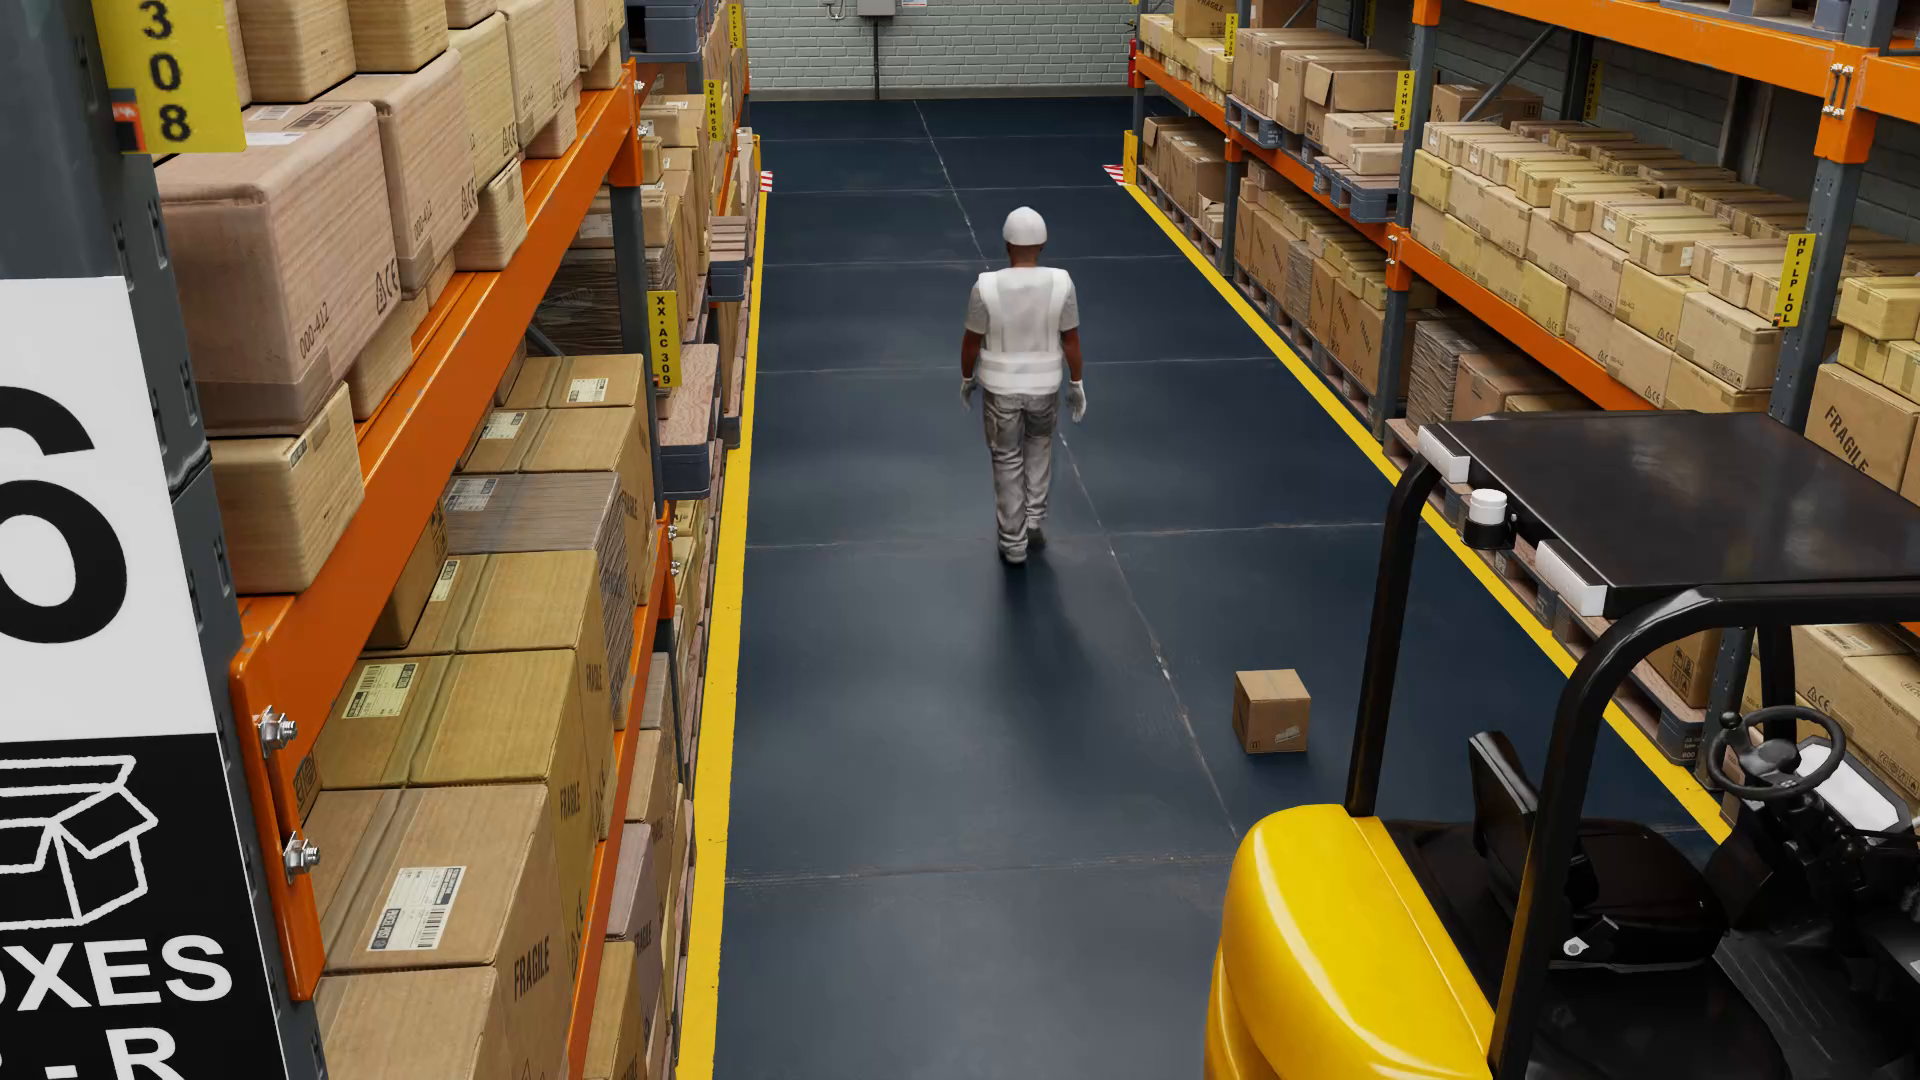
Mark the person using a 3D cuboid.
[{"bbox_3d":[0.302,-0.756,8.328,0.604,1.843,0.502,-4,24,-9],"label":"person"}]
